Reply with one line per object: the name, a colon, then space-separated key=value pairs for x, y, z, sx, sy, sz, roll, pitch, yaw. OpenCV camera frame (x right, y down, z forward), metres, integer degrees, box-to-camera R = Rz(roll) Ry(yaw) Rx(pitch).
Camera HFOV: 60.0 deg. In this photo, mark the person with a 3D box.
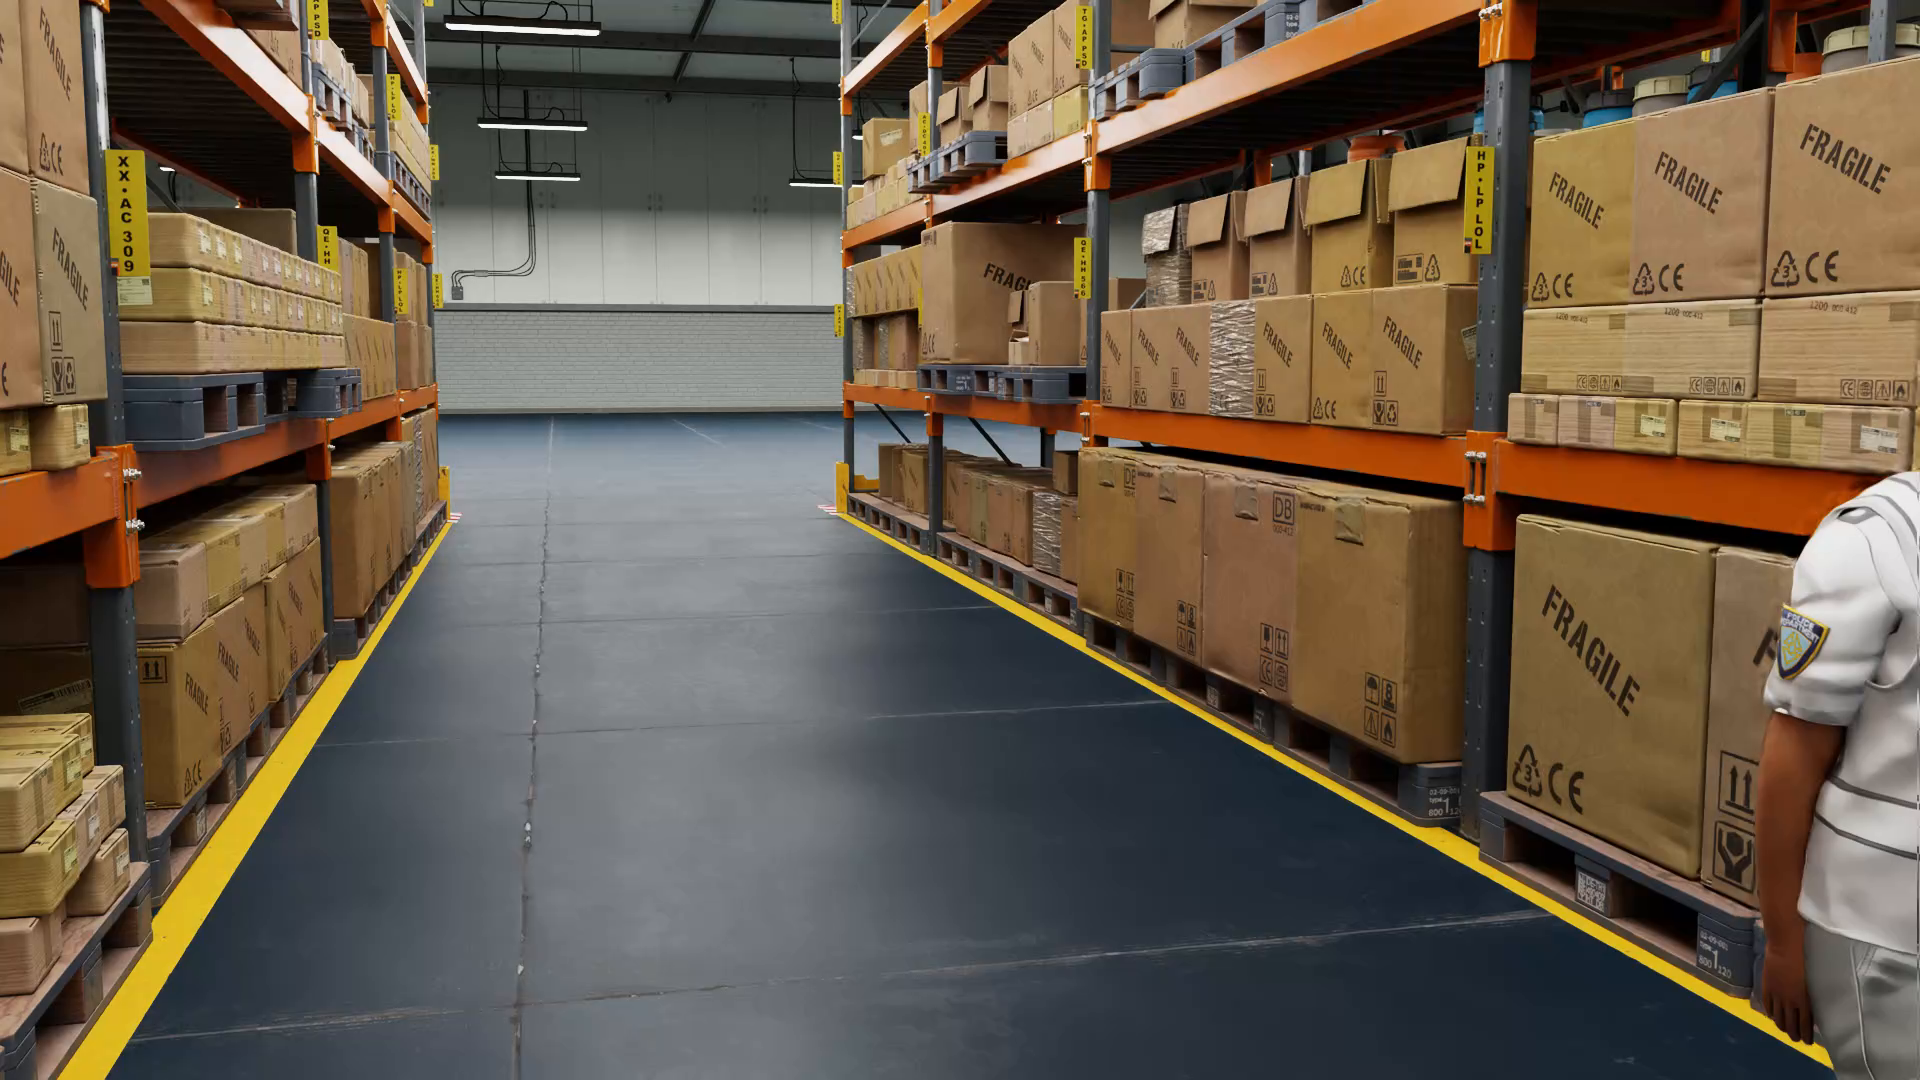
person: x=1.283 y=0.503 z=1.942 sx=0.477 sy=1.619 sz=0.915 roll=-1 pitch=6 yaw=-13
